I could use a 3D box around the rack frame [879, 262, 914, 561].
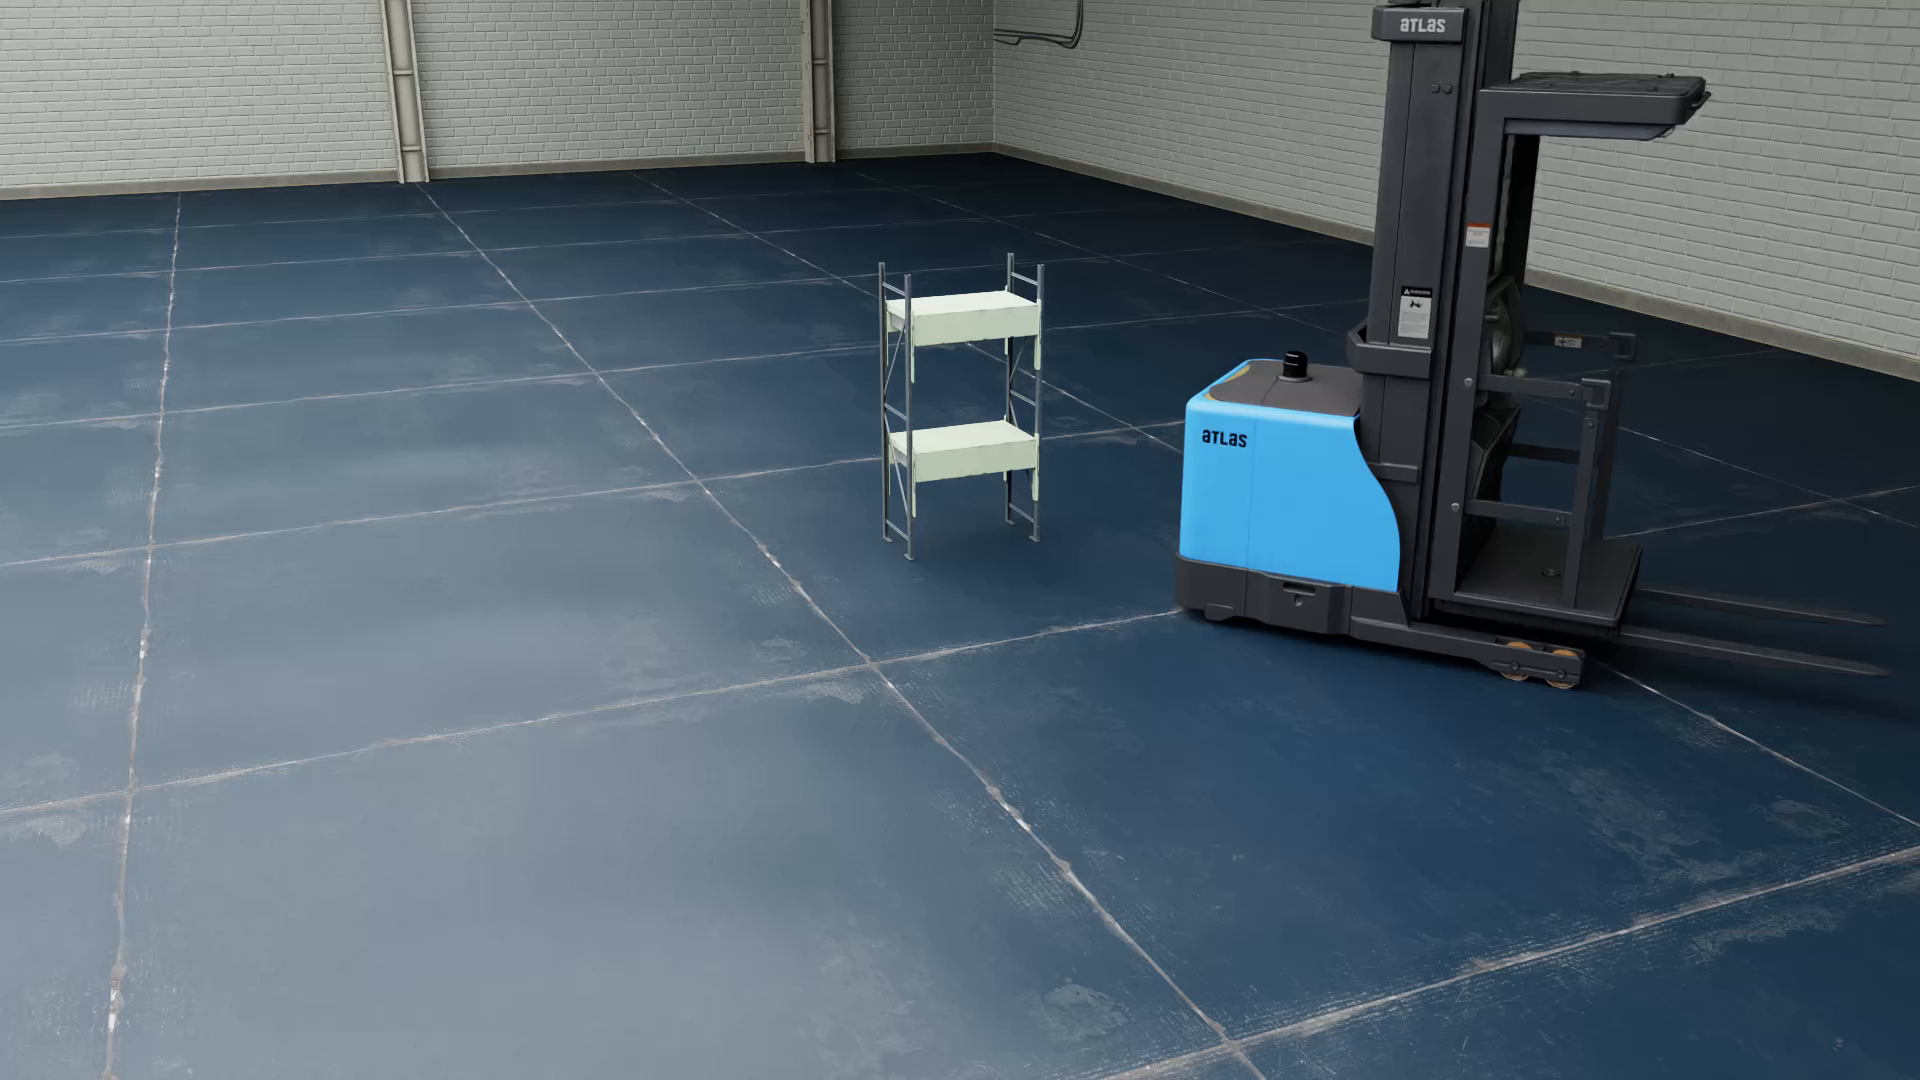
[{"bbox_3d":[-0.330,-0.660,8.639,0.023,1.500,0.400,-8,21,-22],"label":"rack frame"}]

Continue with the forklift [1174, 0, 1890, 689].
[{"bbox_3d":[2.582,-0.940,7.279,3.031,2.935,1.130,9,21,25],"label":"forklift"}]

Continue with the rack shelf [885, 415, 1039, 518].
[{"bbox_3d":[0.006,-0.401,8.884,0.720,0.370,0.431,-8,21,-22],"label":"rack shelf"}]

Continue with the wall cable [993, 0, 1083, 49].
[{"bbox_3d":[1.082,-8.584,24.528,0.112,2.526,3.097,-8,21,-22],"label":"wall cable"}]

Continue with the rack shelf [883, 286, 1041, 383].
[{"bbox_3d":[0.006,-1.076,8.646,0.720,0.370,0.431,-8,21,-22],"label":"rack shelf"}]

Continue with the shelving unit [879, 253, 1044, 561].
[{"bbox_3d":[0.006,-0.708,8.775,0.755,1.500,0.431,-8,21,-22],"label":"shelving unit"}]

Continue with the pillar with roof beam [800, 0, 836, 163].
[{"bbox_3d":[-0.442,-8.752,20.328,0.400,9.000,9.100,-8,21,-22],"label":"pillar with roof beam"}]

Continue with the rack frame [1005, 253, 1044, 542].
[{"bbox_3d":[0.342,-0.756,8.912,0.023,1.500,0.400,-8,21,-22],"label":"rack frame"}]

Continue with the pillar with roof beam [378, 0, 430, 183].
[{"bbox_3d":[-5.951,-7.962,18.086,0.400,9.000,9.100,-8,21,-22],"label":"pillar with roof beam"}]
